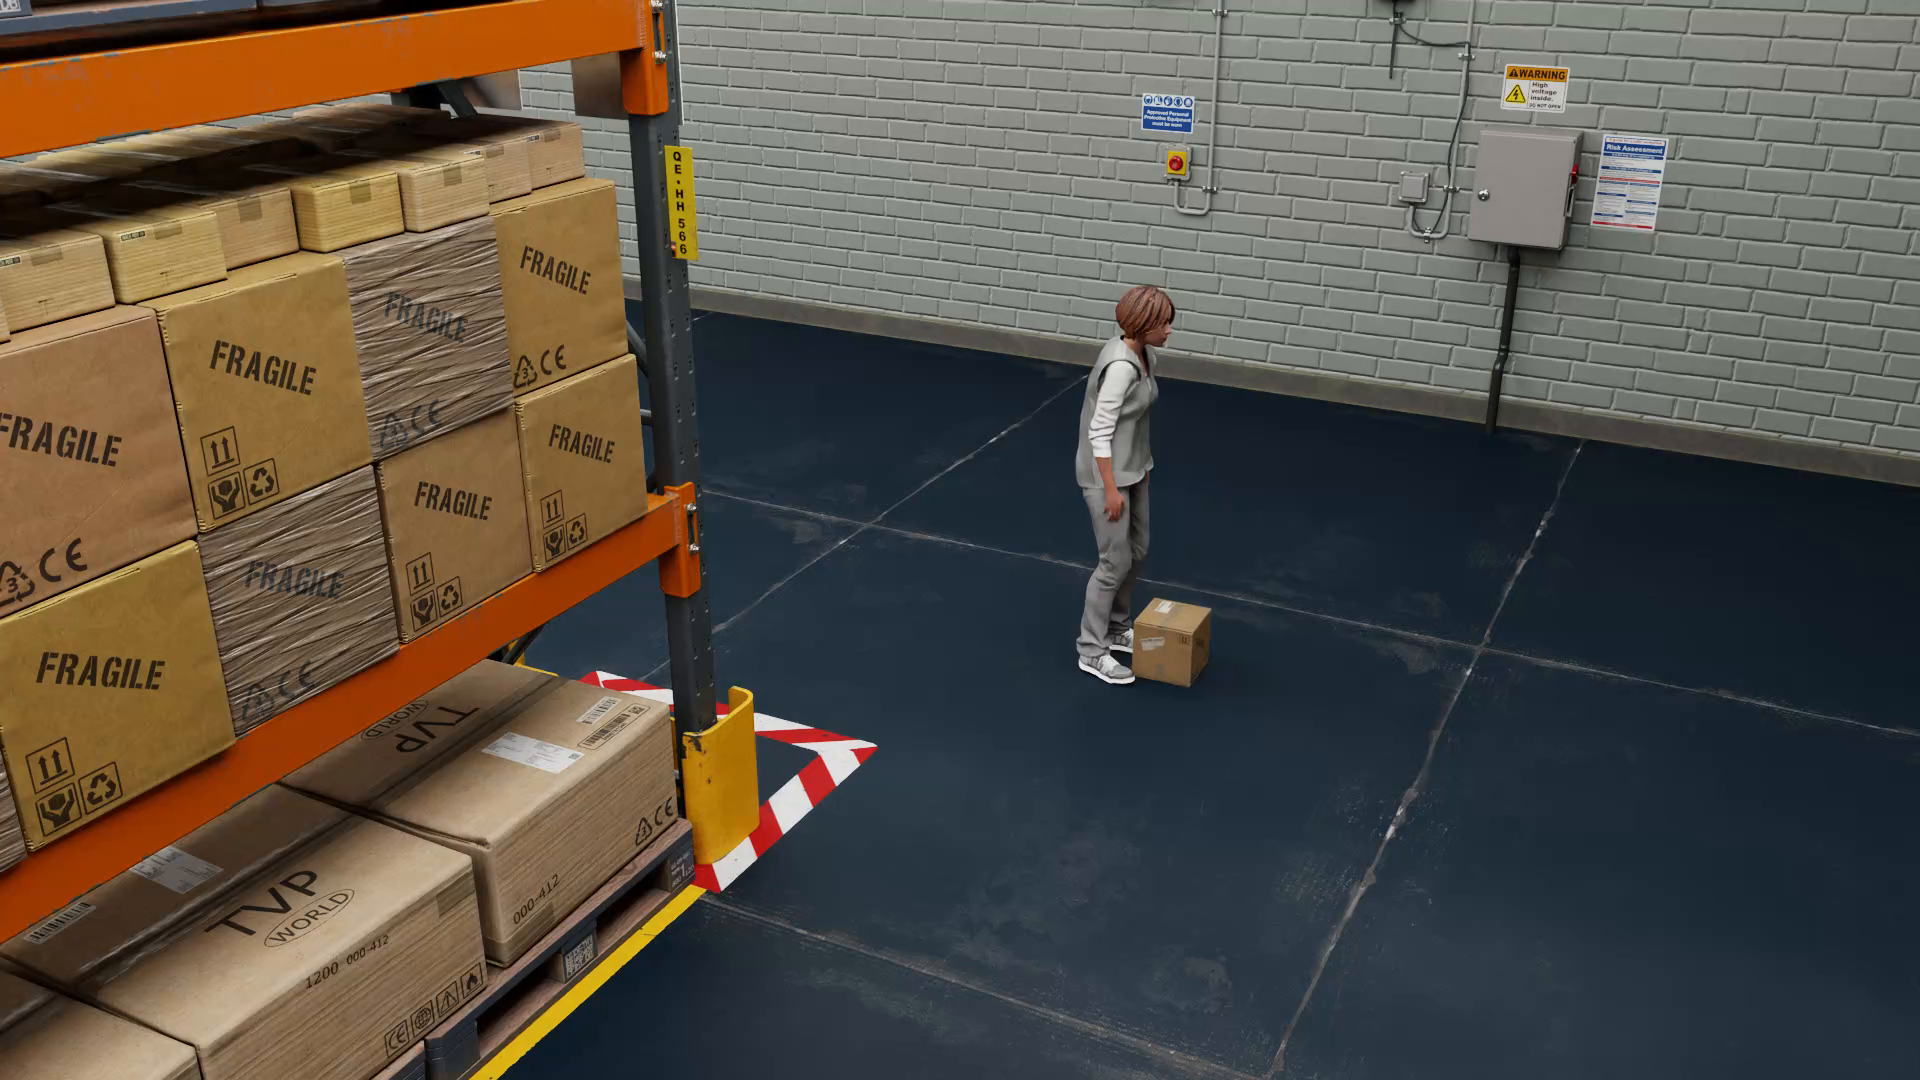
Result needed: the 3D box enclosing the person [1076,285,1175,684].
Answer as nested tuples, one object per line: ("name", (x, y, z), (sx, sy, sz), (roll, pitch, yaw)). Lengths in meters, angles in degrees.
("person", (0.646, -0.239, 6.671), (0.346, 1.592, 0.480), (10, 25, 21))
